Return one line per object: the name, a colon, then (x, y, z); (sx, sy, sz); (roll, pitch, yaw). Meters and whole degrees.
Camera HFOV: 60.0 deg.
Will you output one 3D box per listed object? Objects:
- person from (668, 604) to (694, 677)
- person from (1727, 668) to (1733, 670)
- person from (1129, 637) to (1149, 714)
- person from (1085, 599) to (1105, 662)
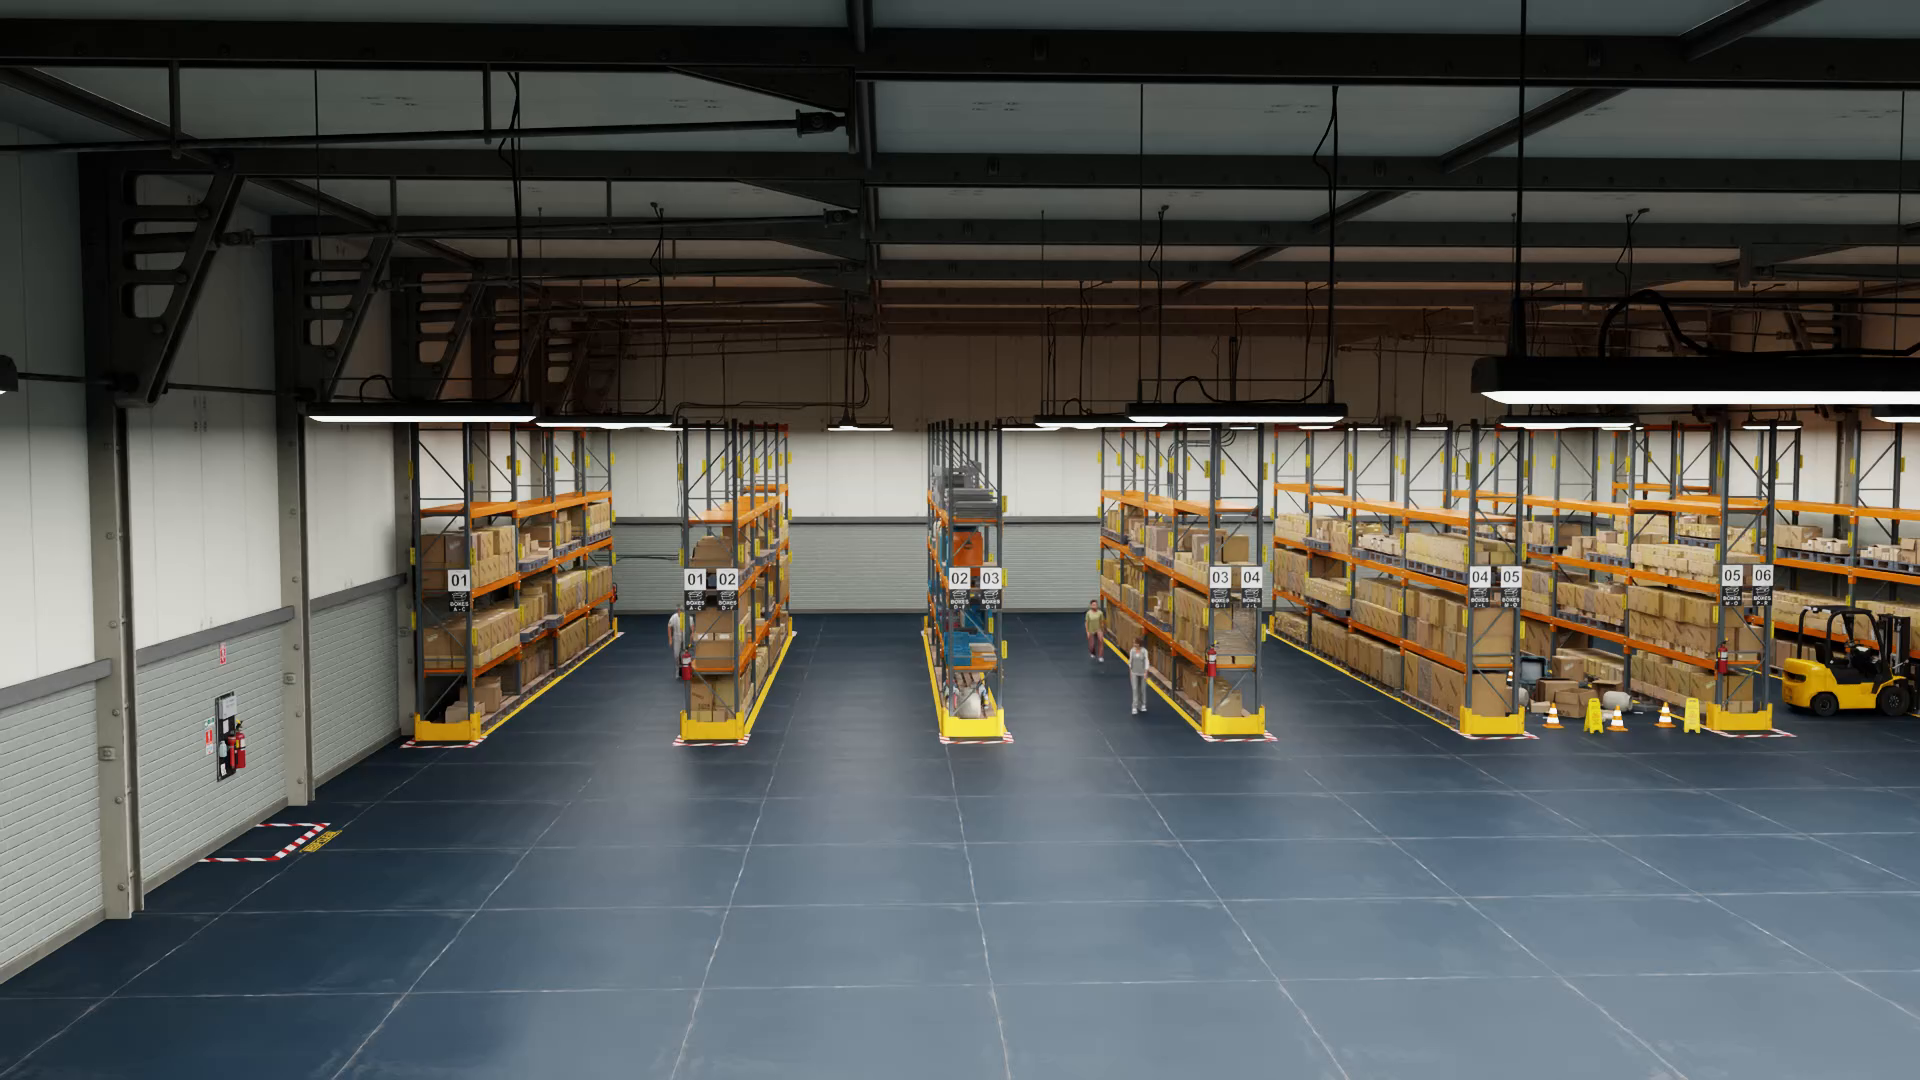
person: (-6.598, 2.347, 39.334); (0.626, 1.742, 0.660); (-1, 4, -13)
person: (16.619, 2.603, 36.075); (0.469, 1.732, 0.580); (0, 4, -6)
person: (3.638, 2.754, 33.874); (0.438, 1.560, 0.905); (1, 4, 14)
person: (3.245, 2.159, 40.000); (0.484, 1.439, 0.925); (1, 4, 9)
